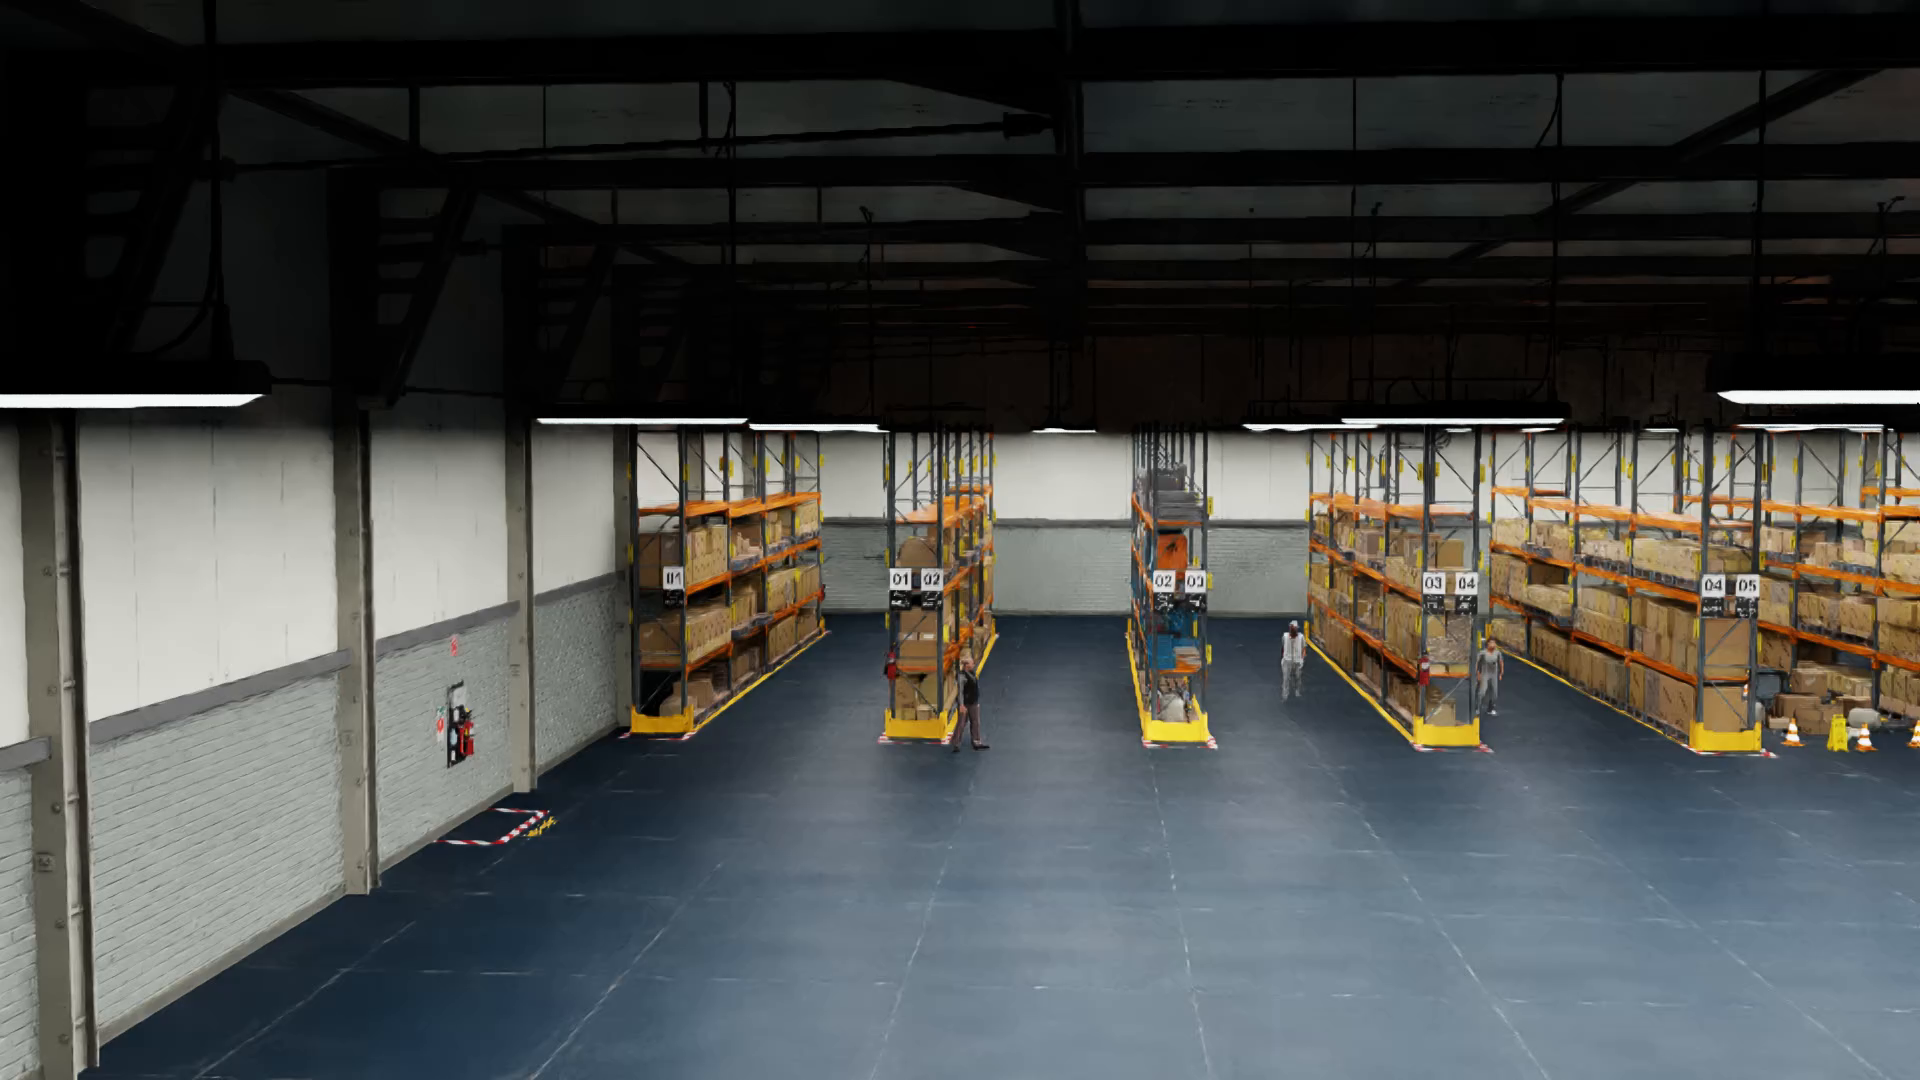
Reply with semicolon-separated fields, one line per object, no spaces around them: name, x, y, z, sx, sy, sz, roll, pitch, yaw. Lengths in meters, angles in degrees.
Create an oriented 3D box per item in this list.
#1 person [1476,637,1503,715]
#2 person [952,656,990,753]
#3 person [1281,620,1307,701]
person;10.791;2.771;33.961;0.580;1.619;0.507;0;4;2
person;0.160;2.951;29.993;0.499;1.718;0.698;3;4;36
person;7.182;2.584;35.810;0.553;1.724;1.030;1;4;13
